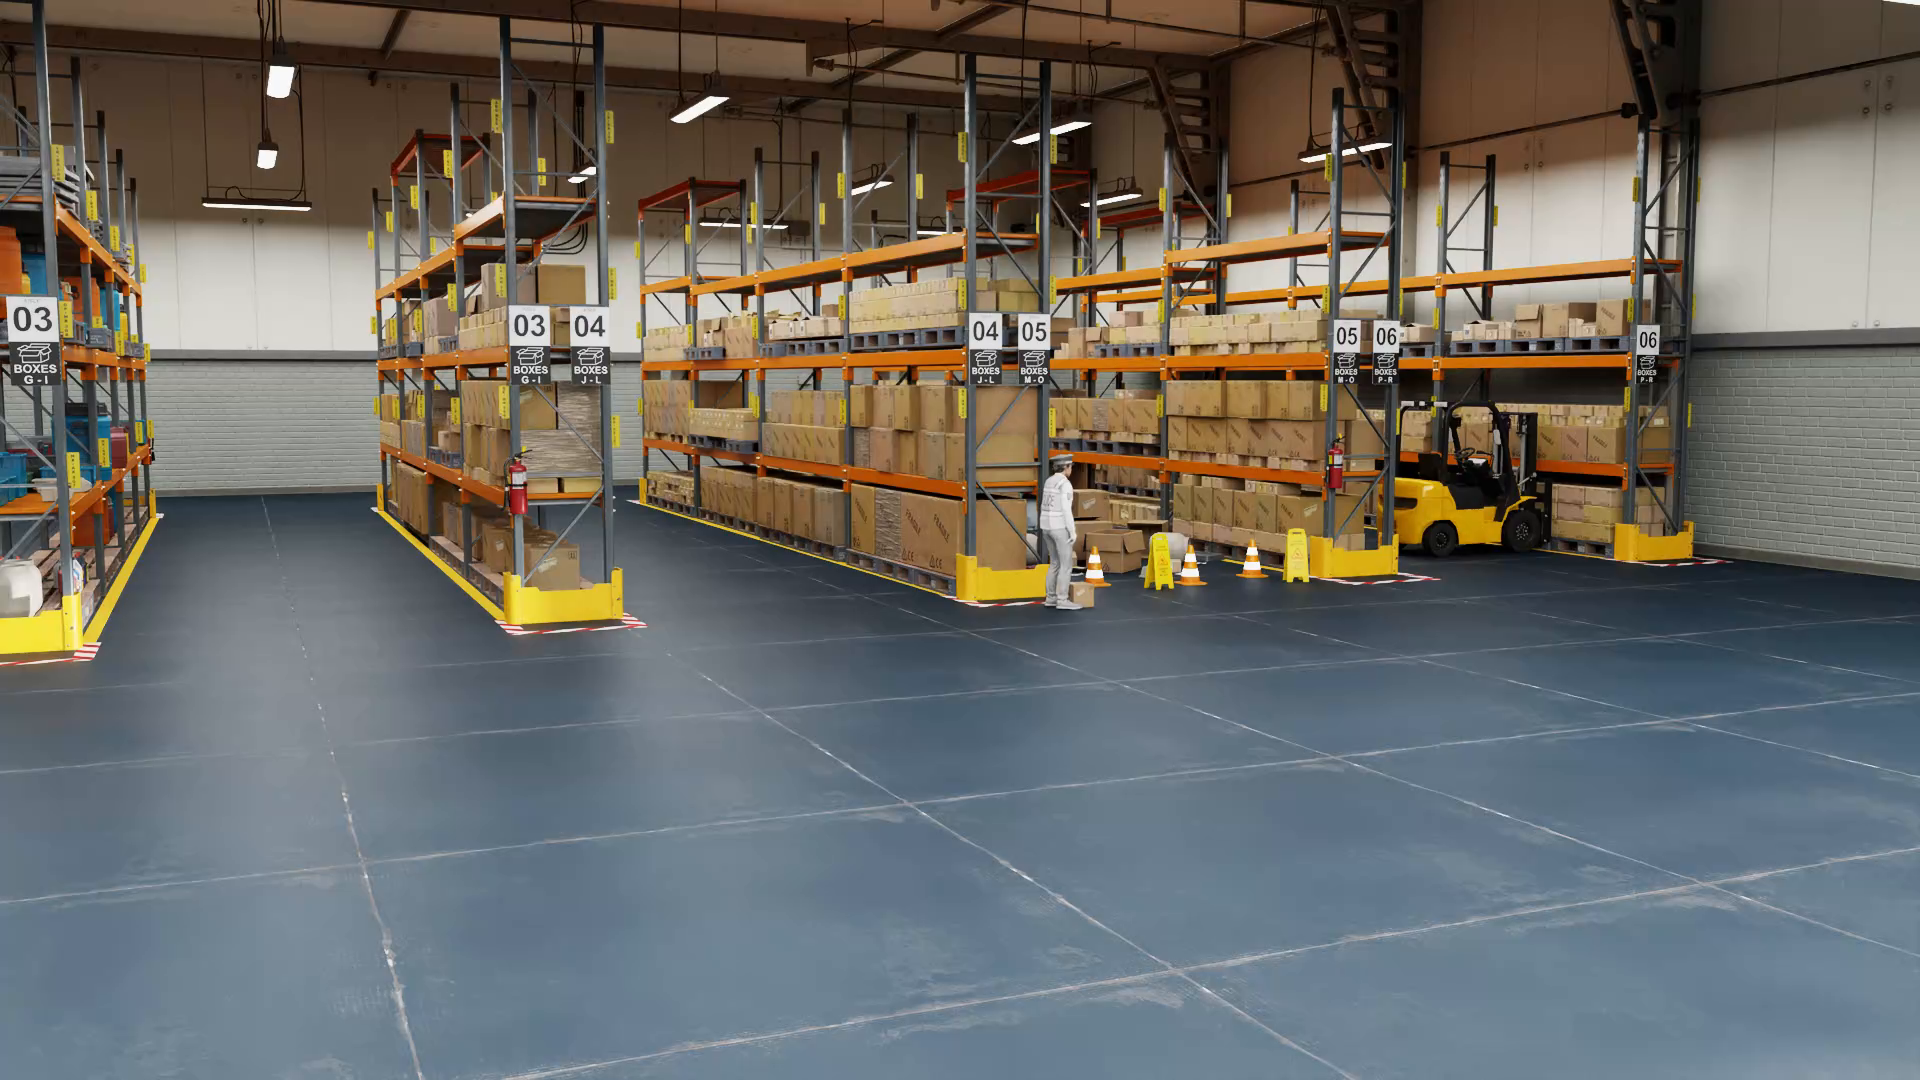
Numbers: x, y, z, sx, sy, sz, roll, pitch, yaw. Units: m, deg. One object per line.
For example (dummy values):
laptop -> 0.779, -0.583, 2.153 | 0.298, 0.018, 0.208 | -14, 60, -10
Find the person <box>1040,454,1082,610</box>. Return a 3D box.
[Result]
person -> 1.071, -0.098, 17.985 | 0.370, 1.666, 0.547 | -3, 6, -27
